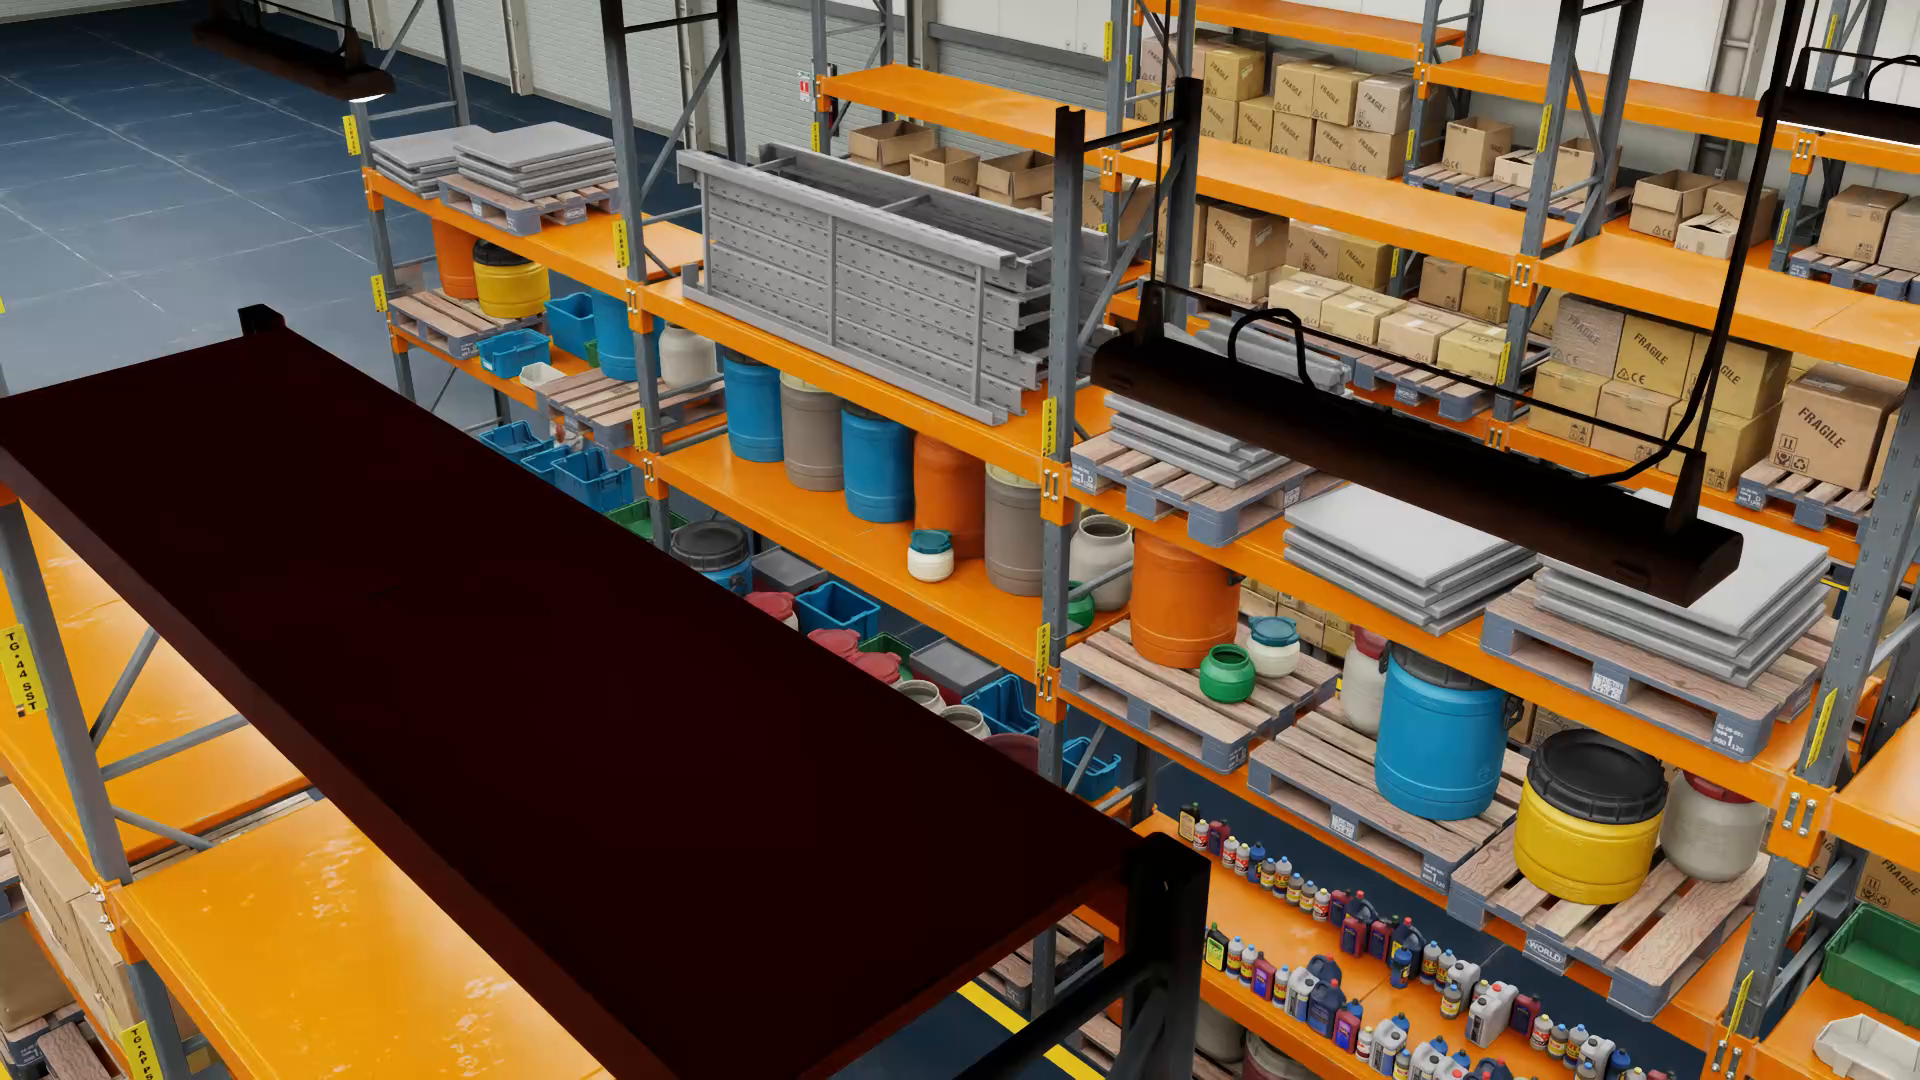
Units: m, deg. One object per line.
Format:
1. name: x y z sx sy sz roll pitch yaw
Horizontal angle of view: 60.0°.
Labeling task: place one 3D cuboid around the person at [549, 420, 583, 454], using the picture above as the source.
1. person: -4.037 -1.104 17.050 0.726 1.756 0.573 12 30 20
